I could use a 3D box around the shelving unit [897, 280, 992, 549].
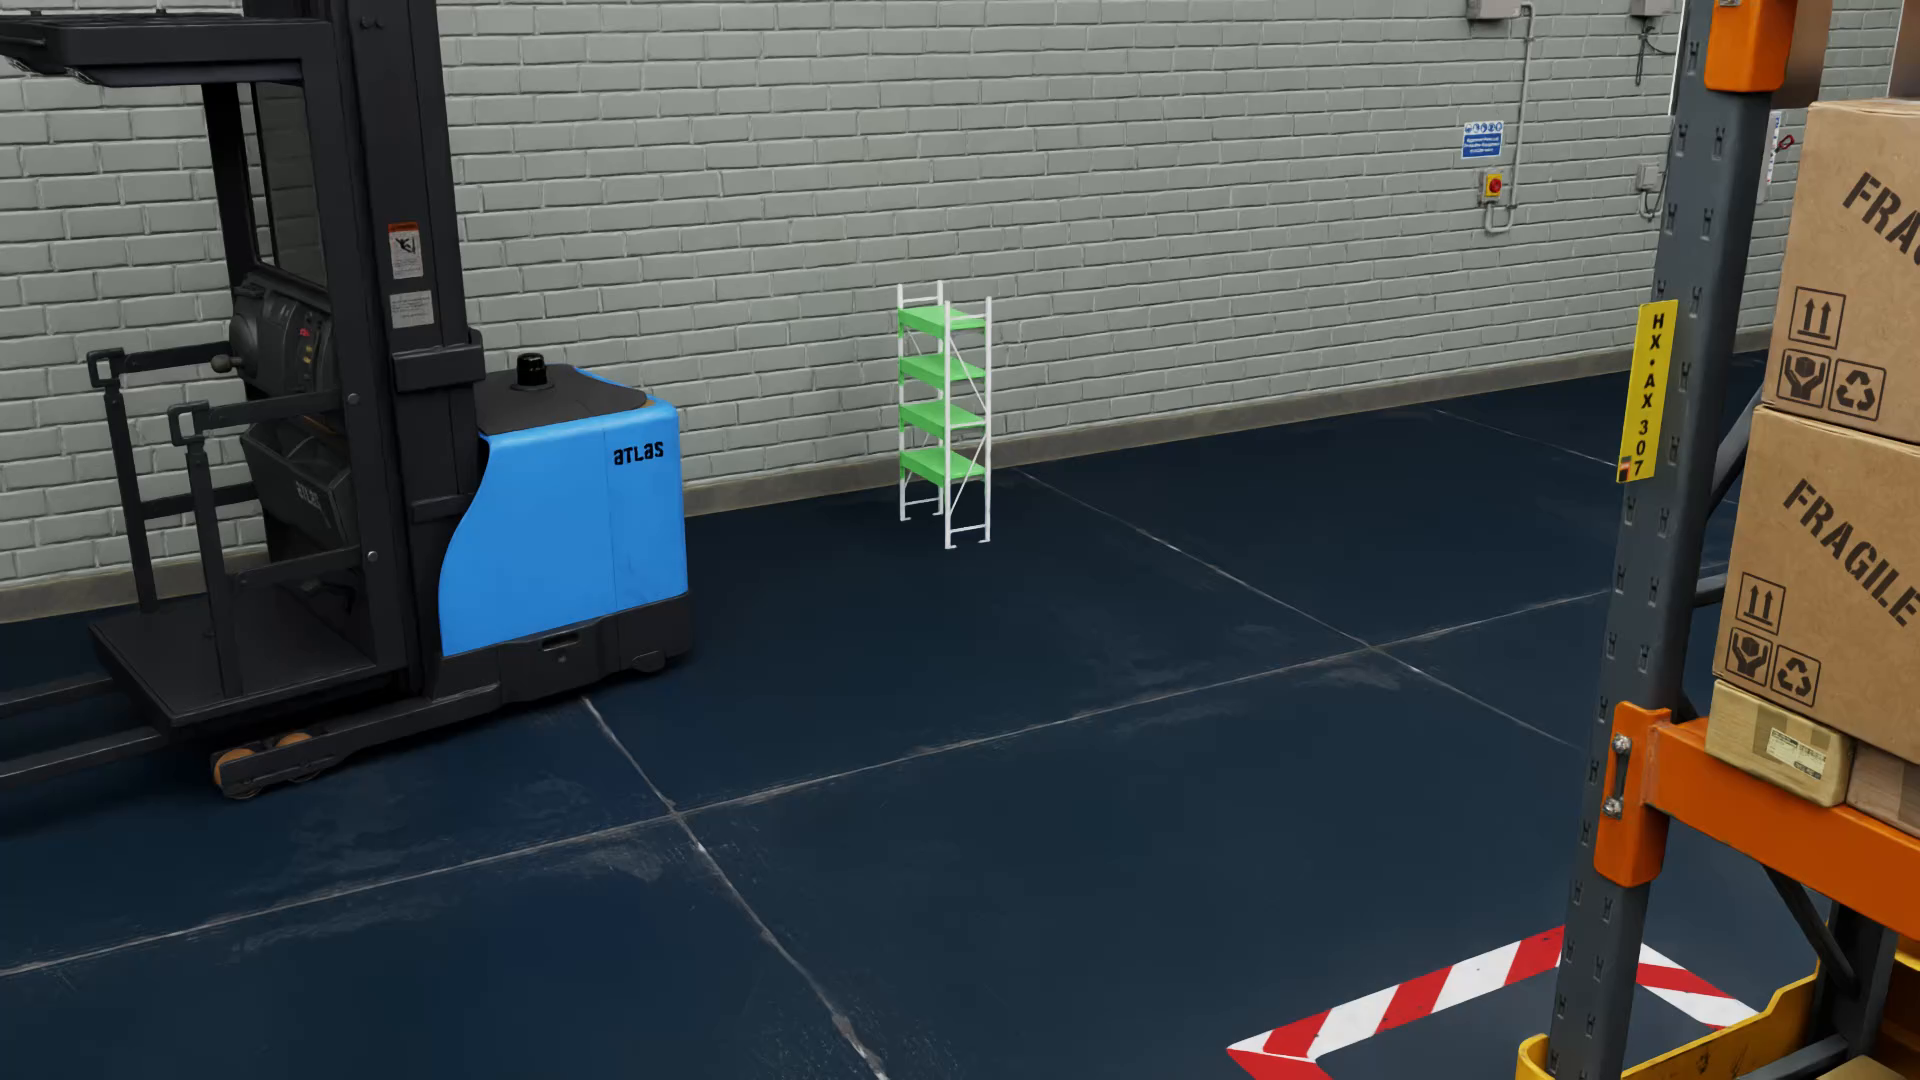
[{"bbox_3d":[-0.079,-0.615,8.073,0.258,1.200,0.503,-10,21,-27],"label":"shelving unit"}]

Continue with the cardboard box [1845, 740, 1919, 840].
[{"bbox_3d":[1.730,0.390,2.787,0.380,0.149,0.250,-9,21,-25],"label":"cardboard box"}]

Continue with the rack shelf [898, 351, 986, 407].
[{"bbox_3d":[-0.079,-0.781,8.016,0.258,0.148,0.480,-10,21,-27],"label":"rack shelf"}]

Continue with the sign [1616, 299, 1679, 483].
[{"bbox_3d":[1.230,-0.264,2.971,0.100,0.325,0.005,-10,21,-27],"label":"sign"}]

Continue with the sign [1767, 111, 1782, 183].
[{"bbox_3d":[5.572,-2.724,11.574,0.329,0.494,0.001,-10,21,-27],"label":"sign"}]

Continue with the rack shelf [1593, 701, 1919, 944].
[{"bbox_3d":[2.657,0.975,1.809,1.077,0.370,4.000,-10,21,-27],"label":"rack shelf"}]

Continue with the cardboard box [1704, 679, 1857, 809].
[{"bbox_3d":[1.573,0.324,2.980,0.380,0.149,0.250,-10,21,-27],"label":"cardboard box"}]

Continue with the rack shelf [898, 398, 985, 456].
[{"bbox_3d":[-0.079,-0.554,8.094,0.258,0.148,0.480,-10,21,-27],"label":"rack shelf"}]

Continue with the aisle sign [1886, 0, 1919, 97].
[{"bbox_3d":[1.937,-1.235,3.127,0.394,0.787,0.004,-10,21,-27],"label":"aisle sign"}]

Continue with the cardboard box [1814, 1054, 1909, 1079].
[{"bbox_3d":[1.657,1.132,3.067,0.380,0.149,0.250,-11,22,-29],"label":"cardboard box"}]

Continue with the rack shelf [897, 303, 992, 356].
[{"bbox_3d":[-0.079,-1.008,7.938,0.258,0.148,0.480,-10,21,-27],"label":"rack shelf"}]

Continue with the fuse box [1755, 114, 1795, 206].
[{"bbox_3d":[5.235,-2.024,11.374,0.539,1.711,0.414,-10,21,-27],"label":"fuse box"}]

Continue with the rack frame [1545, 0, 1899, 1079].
[{"bbox_3d":[1.704,0.062,3.354,0.949,2.616,0.053,-10,21,-27],"label":"rack frame"}]

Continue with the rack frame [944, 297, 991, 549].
[{"bbox_3d":[0.037,-0.545,7.870,0.240,1.200,0.015,-10,21,-27],"label":"rack frame"}]

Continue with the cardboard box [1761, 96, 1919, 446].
[{"bbox_3d":[1.687,-0.430,2.635,0.500,0.500,0.500,-10,21,-27],"label":"cardboard box"}]

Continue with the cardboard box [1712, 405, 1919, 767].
[{"bbox_3d":[1.677,0.045,2.794,0.500,0.500,0.500,-9,21,-24],"label":"cardboard box"}]

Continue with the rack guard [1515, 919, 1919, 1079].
[{"bbox_3d":[1.743,1.264,3.700,1.175,0.500,0.348,-10,21,-27],"label":"rack guard"}]

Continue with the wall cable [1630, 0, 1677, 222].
[{"bbox_3d":[4.560,-3.053,10.823,0.588,1.984,0.122,-10,21,-27],"label":"wall cable"}]

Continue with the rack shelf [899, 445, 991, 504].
[{"bbox_3d":[-0.079,-0.327,8.173,0.258,0.148,0.480,-10,21,-27],"label":"rack shelf"}]

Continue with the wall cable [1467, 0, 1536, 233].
[{"bbox_3d":[3.318,-2.845,10.172,0.585,1.953,0.123,-10,21,-27],"label":"wall cable"}]

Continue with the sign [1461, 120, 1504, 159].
[{"bbox_3d":[3.246,-2.488,10.328,0.327,0.218,0.001,-10,21,-27],"label":"sign"}]

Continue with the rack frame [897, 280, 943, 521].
[{"bbox_3d":[-0.194,-0.685,8.276,0.240,1.200,0.015,-10,21,-27],"label":"rack frame"}]

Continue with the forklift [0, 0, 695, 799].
[{"bbox_3d":[-2.524,-0.706,5.684,3.031,2.935,1.130,-15,24,-37],"label":"forklift"}]

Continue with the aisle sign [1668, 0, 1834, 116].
[{"bbox_3d":[1.409,-1.142,2.858,0.394,0.787,0.004,-10,21,-27],"label":"aisle sign"}]

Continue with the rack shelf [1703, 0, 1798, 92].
[{"bbox_3d":[2.657,-0.443,1.320,1.077,0.370,4.000,-10,21,-27],"label":"rack shelf"}]
